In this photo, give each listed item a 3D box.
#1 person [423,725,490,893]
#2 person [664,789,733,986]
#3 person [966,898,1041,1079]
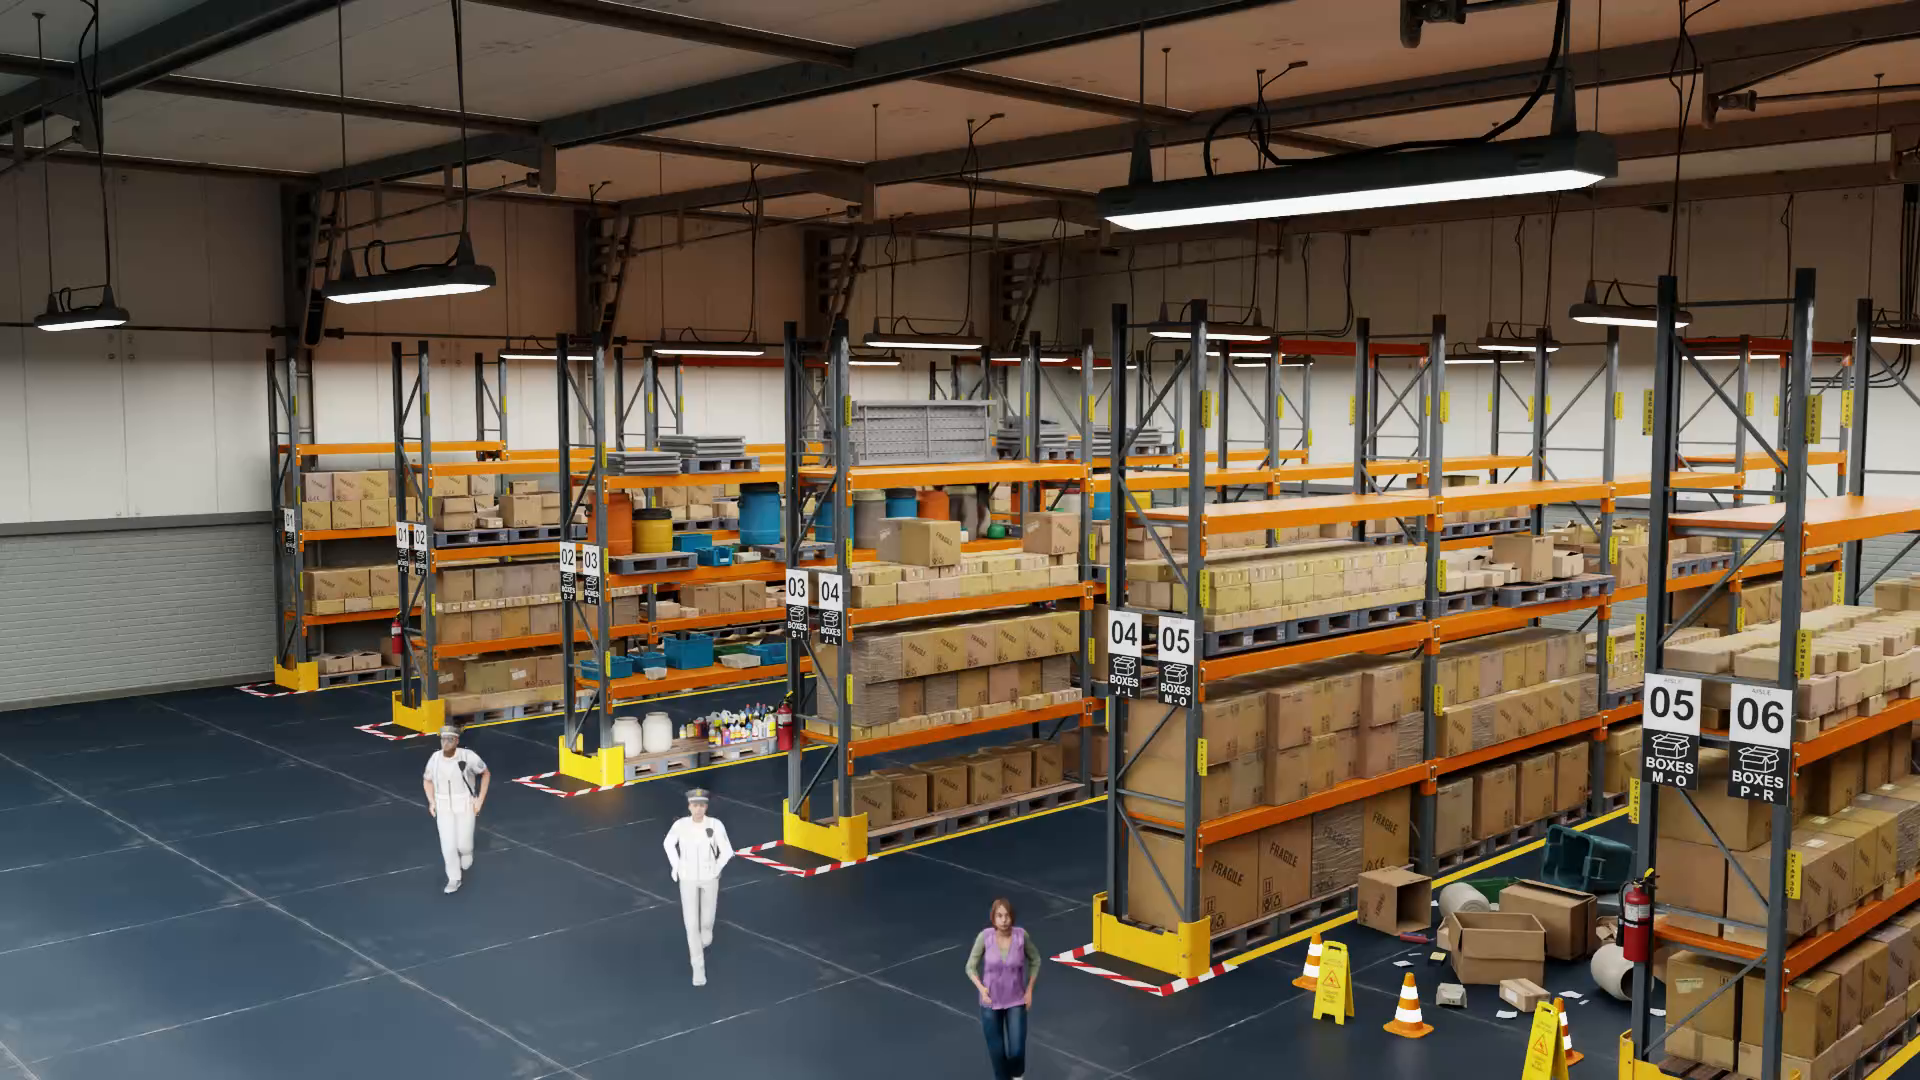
[{"bbox_3d":[-5.287,2.787,17.480,0.675,1.756,0.665,0,5,-4],"label":"person"},{"bbox_3d":[-2.349,3.048,14.941,0.618,1.696,0.842,-1,5,-8],"label":"person"},{"bbox_3d":[0.308,3.350,11.951,0.541,1.565,0.517,0,5,3],"label":"person"}]
